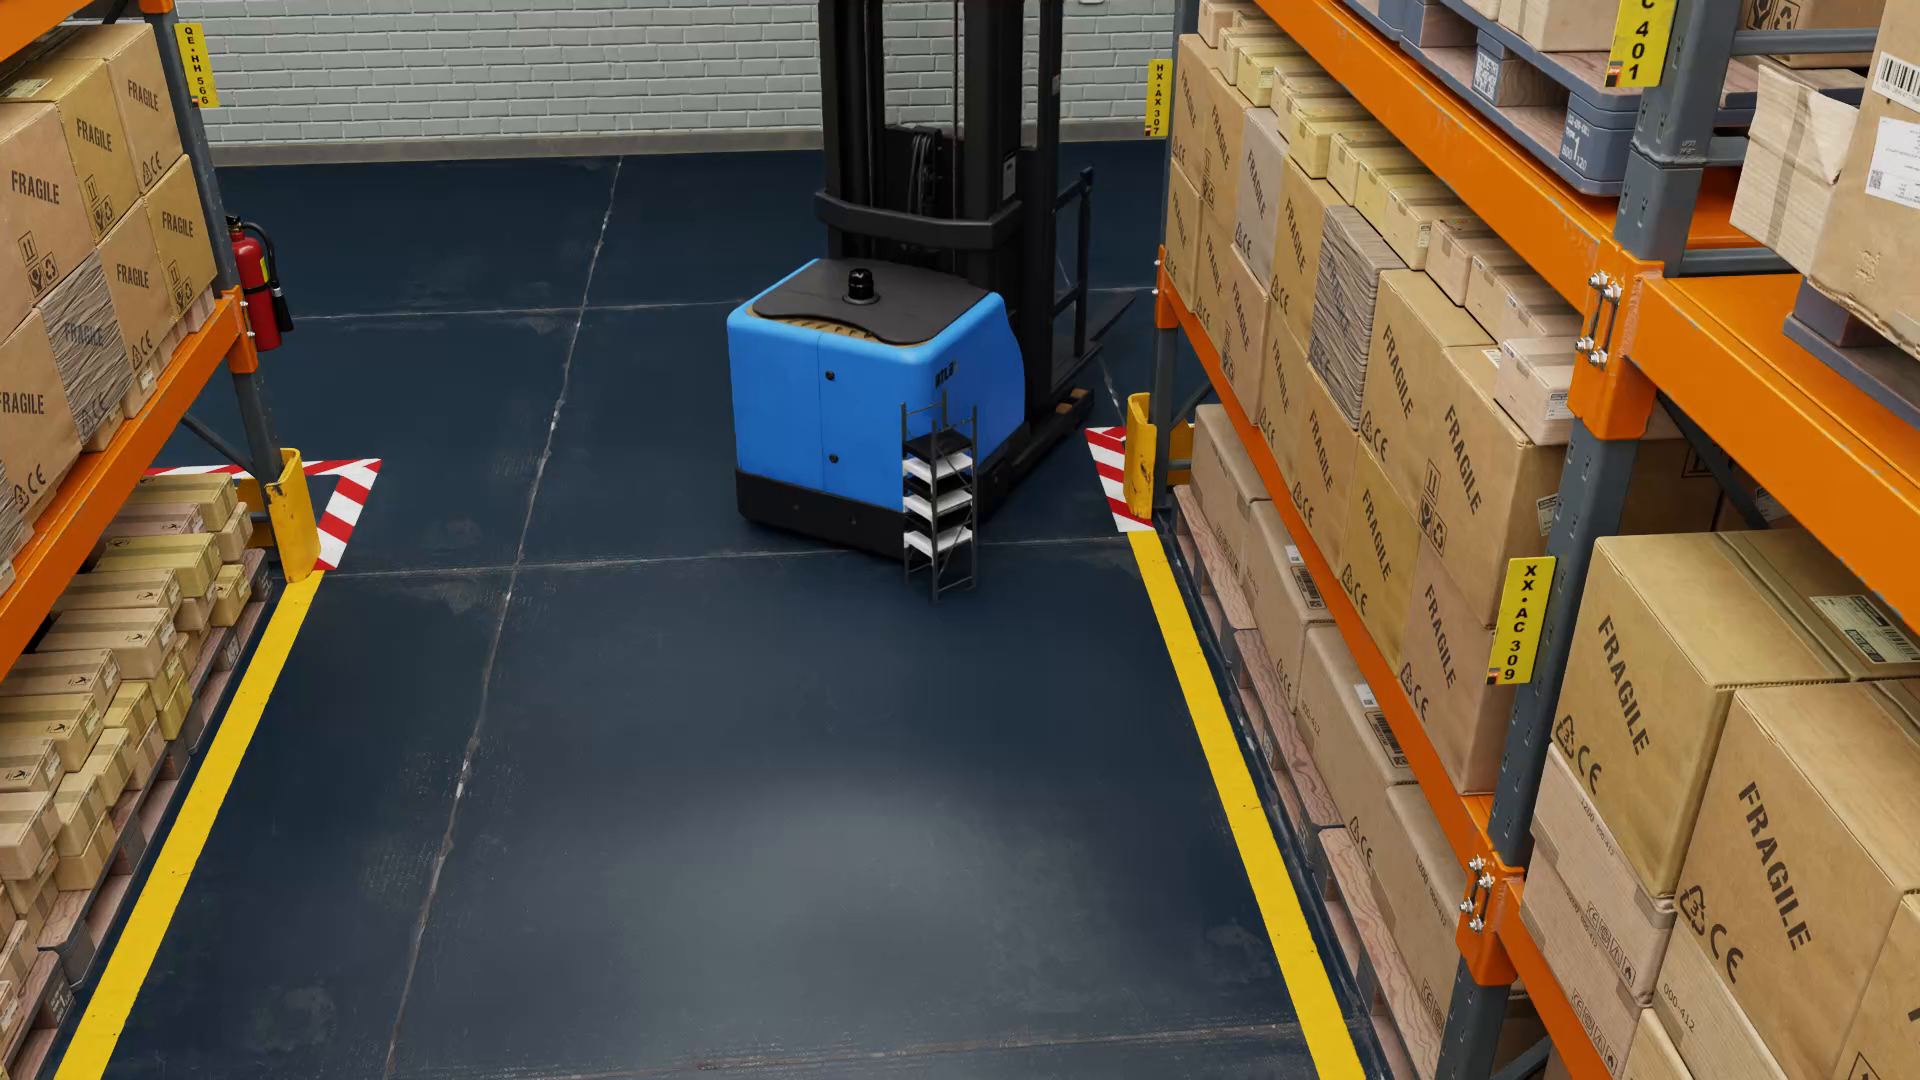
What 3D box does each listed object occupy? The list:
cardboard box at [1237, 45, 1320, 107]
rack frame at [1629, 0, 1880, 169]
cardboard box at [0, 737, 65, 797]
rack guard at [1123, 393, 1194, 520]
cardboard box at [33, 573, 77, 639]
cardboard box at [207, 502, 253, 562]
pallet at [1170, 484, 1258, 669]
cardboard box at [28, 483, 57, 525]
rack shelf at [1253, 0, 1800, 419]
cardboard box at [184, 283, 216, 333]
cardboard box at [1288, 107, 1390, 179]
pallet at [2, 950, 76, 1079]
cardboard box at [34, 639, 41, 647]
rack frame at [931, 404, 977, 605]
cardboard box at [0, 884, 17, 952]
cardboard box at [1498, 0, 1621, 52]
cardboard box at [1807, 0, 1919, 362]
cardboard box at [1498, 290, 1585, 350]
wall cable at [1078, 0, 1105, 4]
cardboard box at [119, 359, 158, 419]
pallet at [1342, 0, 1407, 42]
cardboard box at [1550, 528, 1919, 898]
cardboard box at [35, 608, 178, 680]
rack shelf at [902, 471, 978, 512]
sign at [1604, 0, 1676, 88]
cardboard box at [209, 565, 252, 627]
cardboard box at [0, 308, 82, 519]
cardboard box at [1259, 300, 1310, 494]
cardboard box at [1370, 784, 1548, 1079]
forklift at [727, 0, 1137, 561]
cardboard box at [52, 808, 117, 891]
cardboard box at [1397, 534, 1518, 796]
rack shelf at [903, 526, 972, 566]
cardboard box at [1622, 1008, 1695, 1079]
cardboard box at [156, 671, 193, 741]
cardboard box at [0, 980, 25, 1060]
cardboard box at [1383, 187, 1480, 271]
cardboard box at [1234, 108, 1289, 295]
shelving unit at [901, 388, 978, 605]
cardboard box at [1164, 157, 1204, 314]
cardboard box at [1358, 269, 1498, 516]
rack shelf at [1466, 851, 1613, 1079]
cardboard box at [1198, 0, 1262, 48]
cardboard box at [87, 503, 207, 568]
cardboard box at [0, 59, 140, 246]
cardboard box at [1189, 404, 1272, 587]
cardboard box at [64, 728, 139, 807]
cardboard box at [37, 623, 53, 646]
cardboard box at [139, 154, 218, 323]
[{"bbox_3d":[1.198,-1.640,5.865,0.380,0.149,0.250,-4,31,-6],"label":"cardboard box"},{"bbox_3d":[1.766,-2.019,2.355,1.000,3.000,0.127,-3,31,-5],"label":"rack frame"},{"bbox_3d":[-3.115,0.776,5.316,0.380,0.149,0.250,-4,31,-7],"label":"cardboard box"},{"bbox_3d":[1.390,-0.425,7.974,1.175,0.500,0.348,-3,31,-5],"label":"rack guard"},{"bbox_3d":[-3.653,0.262,6.467,0.380,0.149,0.250,-2,31,-4],"label":"cardboard box"},{"bbox_3d":[-3.193,-0.025,6.948,0.380,0.149,0.250,-4,31,-6],"label":"cardboard box"},{"bbox_3d":[1.545,0.116,7.351,1.003,0.211,1.213,-3,31,-5],"label":"pallet"},{"bbox_3d":[-3.141,-0.140,5.304,0.380,0.149,0.250,-2,31,-4],"label":"cardboard box"},{"bbox_3d":[1.580,-1.444,5.018,1.077,0.370,4.000,-3,31,-5],"label":"rack shelf"},{"bbox_3d":[-3.214,-0.936,6.638,0.380,0.149,0.250,-3,31,-5],"label":"cardboard box"},{"bbox_3d":[1.253,-1.248,5.210,0.380,0.149,0.250,-3,31,-6],"label":"cardboard box"},{"bbox_3d":[-3.250,1.701,4.696,1.003,0.211,1.213,-3,31,-5],"label":"pallet"},{"bbox_3d":[-3.660,0.385,6.550,0.380,0.149,0.250,-2,31,-4],"label":"cardboard box"},{"bbox_3d":[-0.023,-0.141,7.108,0.240,0.900,0.006,-23,38,-33],"label":"rack frame"},{"bbox_3d":[-3.062,1.175,4.938,0.380,0.149,0.250,-4,31,-7],"label":"cardboard box"},{"bbox_3d":[1.388,-1.208,3.546,0.396,0.266,0.258,-2,31,-3],"label":"cardboard box"},{"bbox_3d":[1.560,-0.491,2.214,0.500,0.500,0.500,-3,31,-5],"label":"cardboard box"},{"bbox_3d":[1.504,-0.476,3.917,0.380,0.149,0.250,-2,31,-3],"label":"cardboard box"},{"bbox_3d":[0.843,-4.813,11.862,0.585,1.953,0.123,-3,31,-5],"label":"wall cable"},{"bbox_3d":[-3.143,-0.551,5.993,0.380,0.149,0.250,-2,31,-3],"label":"cardboard box"},{"bbox_3d":[1.590,-1.733,4.888,1.003,0.211,1.213,-3,31,-5],"label":"pallet"},{"bbox_3d":[1.521,0.322,3.212,0.500,0.500,0.500,-2,31,-4],"label":"cardboard box"},{"bbox_3d":[-3.066,0.376,5.986,0.380,0.149,0.250,-2,31,-3],"label":"cardboard box"},{"bbox_3d":[-0.087,-0.230,7.147,0.258,0.077,0.200,-23,38,-33],"label":"rack shelf"},{"bbox_3d":[1.214,-0.960,2.926,0.100,0.325,0.005,-3,31,-5],"label":"sign"},{"bbox_3d":[-3.145,0.232,6.808,0.380,0.149,0.250,-2,31,-3],"label":"cardboard box"},{"bbox_3d":[-3.092,-0.374,5.064,0.500,0.500,0.500,-1,31,-2],"label":"cardboard box"},{"bbox_3d":[1.320,-0.498,5.560,0.500,0.500,0.500,-2,31,-3],"label":"cardboard box"},{"bbox_3d":[1.815,1.150,4.988,0.875,0.438,0.875,-3,31,-5],"label":"cardboard box"},{"bbox_3d":[0.060,-1.897,8.067,1.130,2.935,3.031,14,34,23],"label":"forklift"},{"bbox_3d":[-3.028,1.027,5.476,0.380,0.149,0.250,-4,31,-6],"label":"cardboard box"},{"bbox_3d":[1.469,0.289,4.244,0.500,0.500,0.500,-2,31,-4],"label":"cardboard box"},{"bbox_3d":[-0.087,0.002,7.285,0.258,0.077,0.200,-23,38,-33],"label":"rack shelf"},{"bbox_3d":[1.595,1.122,3.093,0.500,0.250,0.500,-3,31,-6],"label":"cardboard box"},{"bbox_3d":[-3.083,0.623,6.152,0.380,0.149,0.250,-4,31,-7],"label":"cardboard box"},{"bbox_3d":[-2.966,1.427,4.806,0.380,0.149,0.250,-3,31,-5],"label":"cardboard box"},{"bbox_3d":[1.390,-0.858,4.557,0.380,0.149,0.250,-3,31,-5],"label":"cardboard box"},{"bbox_3d":[1.265,-1.174,5.717,0.500,0.500,0.500,-3,31,-5],"label":"cardboard box"},{"bbox_3d":[-0.087,-0.181,7.176,0.258,0.900,0.210,-23,38,-33],"label":"shelving unit"},{"bbox_3d":[1.152,-1.270,6.854,0.500,0.500,0.500,-3,31,-5],"label":"cardboard box"},{"bbox_3d":[1.408,-0.403,4.427,0.500,0.500,0.500,-3,31,-5],"label":"cardboard box"},{"bbox_3d":[1.953,1.886,2.369,1.077,0.370,4.000,-3,31,-5],"label":"rack shelf"},{"bbox_3d":[1.150,-2.042,6.539,0.380,0.149,0.250,-2,31,-4],"label":"cardboard box"},{"bbox_3d":[-3.258,-0.020,6.648,0.380,0.149,0.250,-2,31,-4],"label":"cardboard box"},{"bbox_3d":[-3.189,-1.317,5.667,0.500,0.500,0.500,-4,31,-6],"label":"cardboard box"},{"bbox_3d":[1.554,-0.234,7.306,0.875,0.438,0.875,-4,31,-6],"label":"cardboard box"},{"bbox_3d":[-3.022,0.775,5.609,0.380,0.149,0.250,-2,31,-4],"label":"cardboard box"},{"bbox_3d":[-3.220,0.382,6.266,0.380,0.149,0.250,-3,31,-5],"label":"cardboard box"},{"bbox_3d":[-3.228,-1.151,6.364,0.500,0.500,0.500,-2,31,-4],"label":"cardboard box"}]
